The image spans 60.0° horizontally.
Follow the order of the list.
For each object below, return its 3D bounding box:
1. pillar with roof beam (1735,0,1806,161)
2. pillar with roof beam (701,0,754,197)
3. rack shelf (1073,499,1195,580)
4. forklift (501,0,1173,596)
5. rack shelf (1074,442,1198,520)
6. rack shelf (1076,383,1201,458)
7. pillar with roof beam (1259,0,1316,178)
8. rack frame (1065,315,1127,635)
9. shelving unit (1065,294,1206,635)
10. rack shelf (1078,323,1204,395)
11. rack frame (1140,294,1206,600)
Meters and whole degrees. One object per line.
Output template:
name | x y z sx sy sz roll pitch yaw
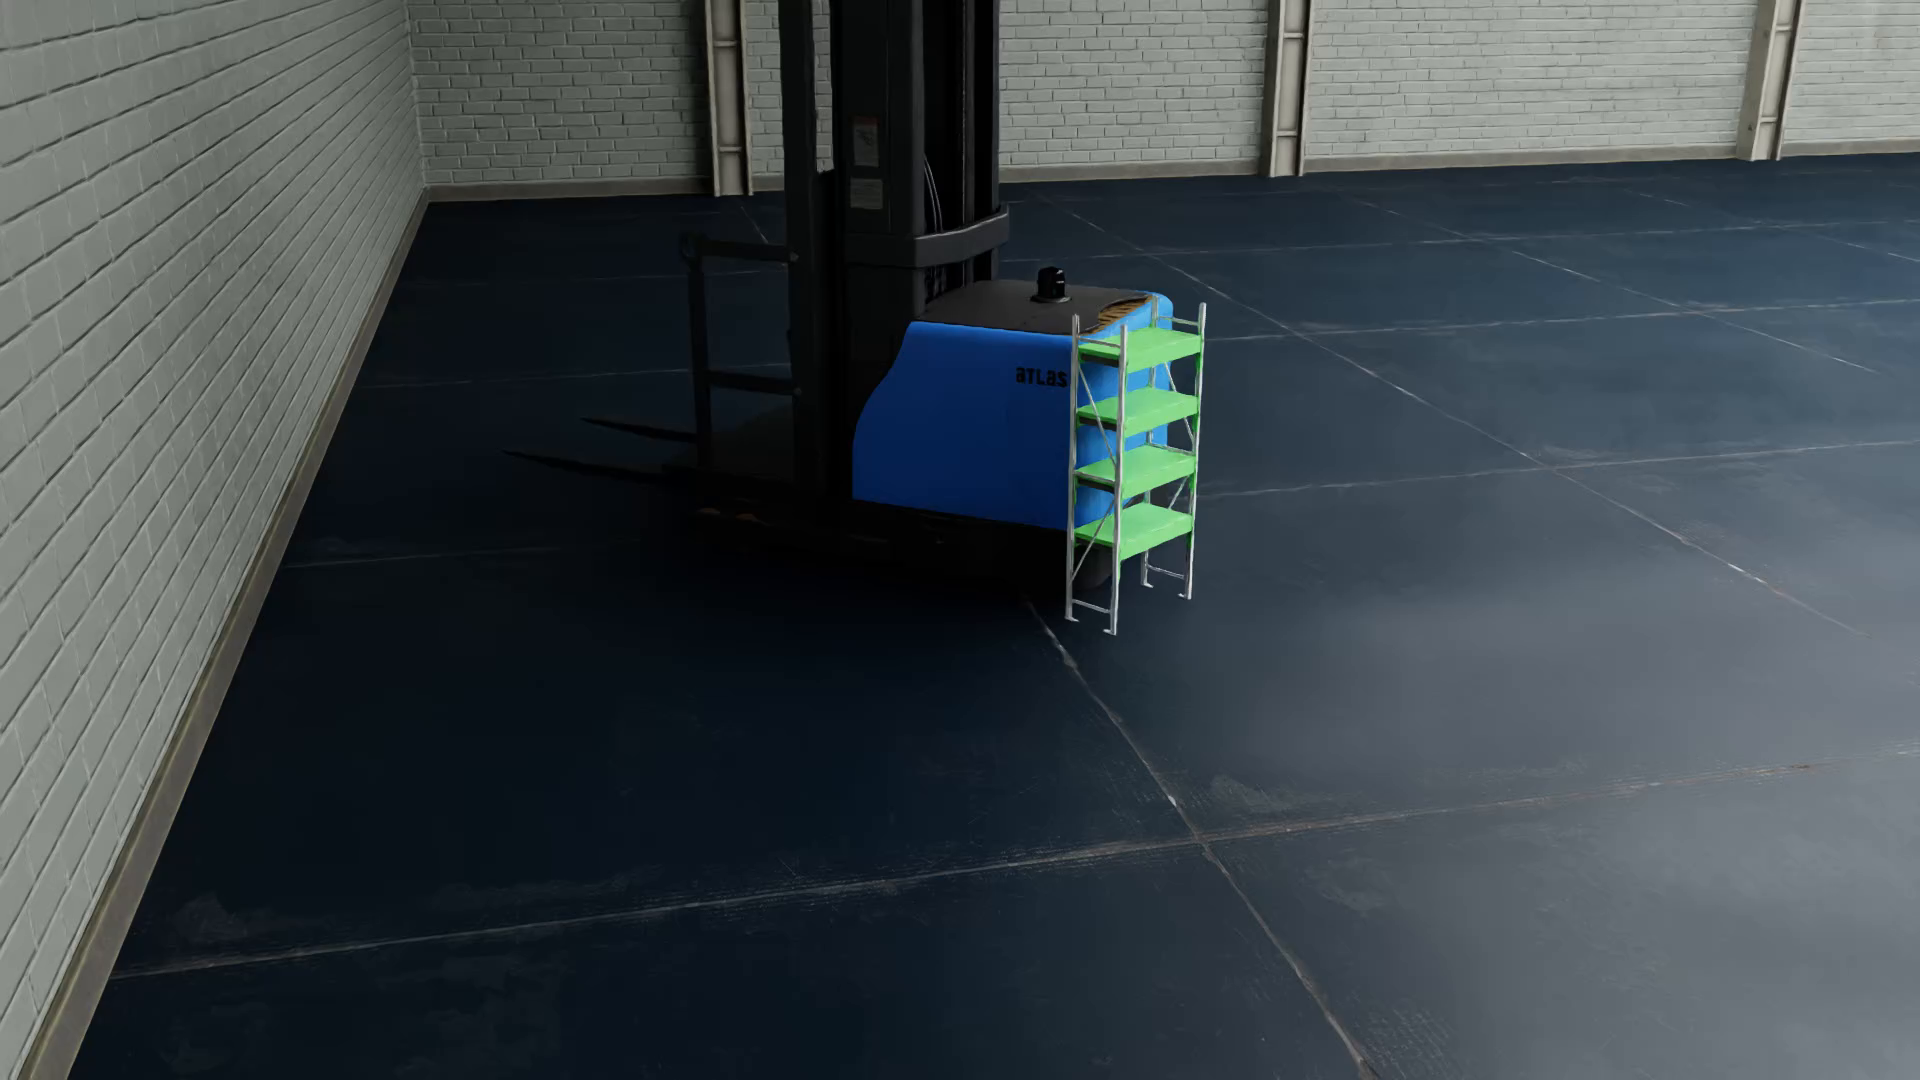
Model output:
pillar with roof beam | 10.348 -7.261 14.055 0.400 9.000 9.100 -5 21 -12
pillar with roof beam | -1.330 -6.312 11.462 0.400 9.000 9.100 -5 21 -12
rack shelf | 0.668 -0.007 6.472 0.258 0.148 0.480 17 26 39
forklift | -0.645 -1.478 7.087 3.031 2.935 1.130 9 22 23
rack shelf | 0.668 -0.232 6.389 0.258 0.148 0.480 17 26 39
rack shelf | 0.668 -0.457 6.306 0.258 0.148 0.480 17 26 39
pillar with roof beam | 4.509 -6.786 12.758 0.400 9.000 9.100 -5 21 -12
rack frame | 0.503 -0.230 6.198 0.240 1.200 0.015 17 26 39
shelving unit | 0.668 -0.292 6.367 0.258 1.200 0.503 17 26 39
rack shelf | 0.668 -0.683 6.224 0.258 0.148 0.480 17 26 39
rack frame | 0.832 -0.354 6.536 0.240 1.200 0.015 17 26 39
